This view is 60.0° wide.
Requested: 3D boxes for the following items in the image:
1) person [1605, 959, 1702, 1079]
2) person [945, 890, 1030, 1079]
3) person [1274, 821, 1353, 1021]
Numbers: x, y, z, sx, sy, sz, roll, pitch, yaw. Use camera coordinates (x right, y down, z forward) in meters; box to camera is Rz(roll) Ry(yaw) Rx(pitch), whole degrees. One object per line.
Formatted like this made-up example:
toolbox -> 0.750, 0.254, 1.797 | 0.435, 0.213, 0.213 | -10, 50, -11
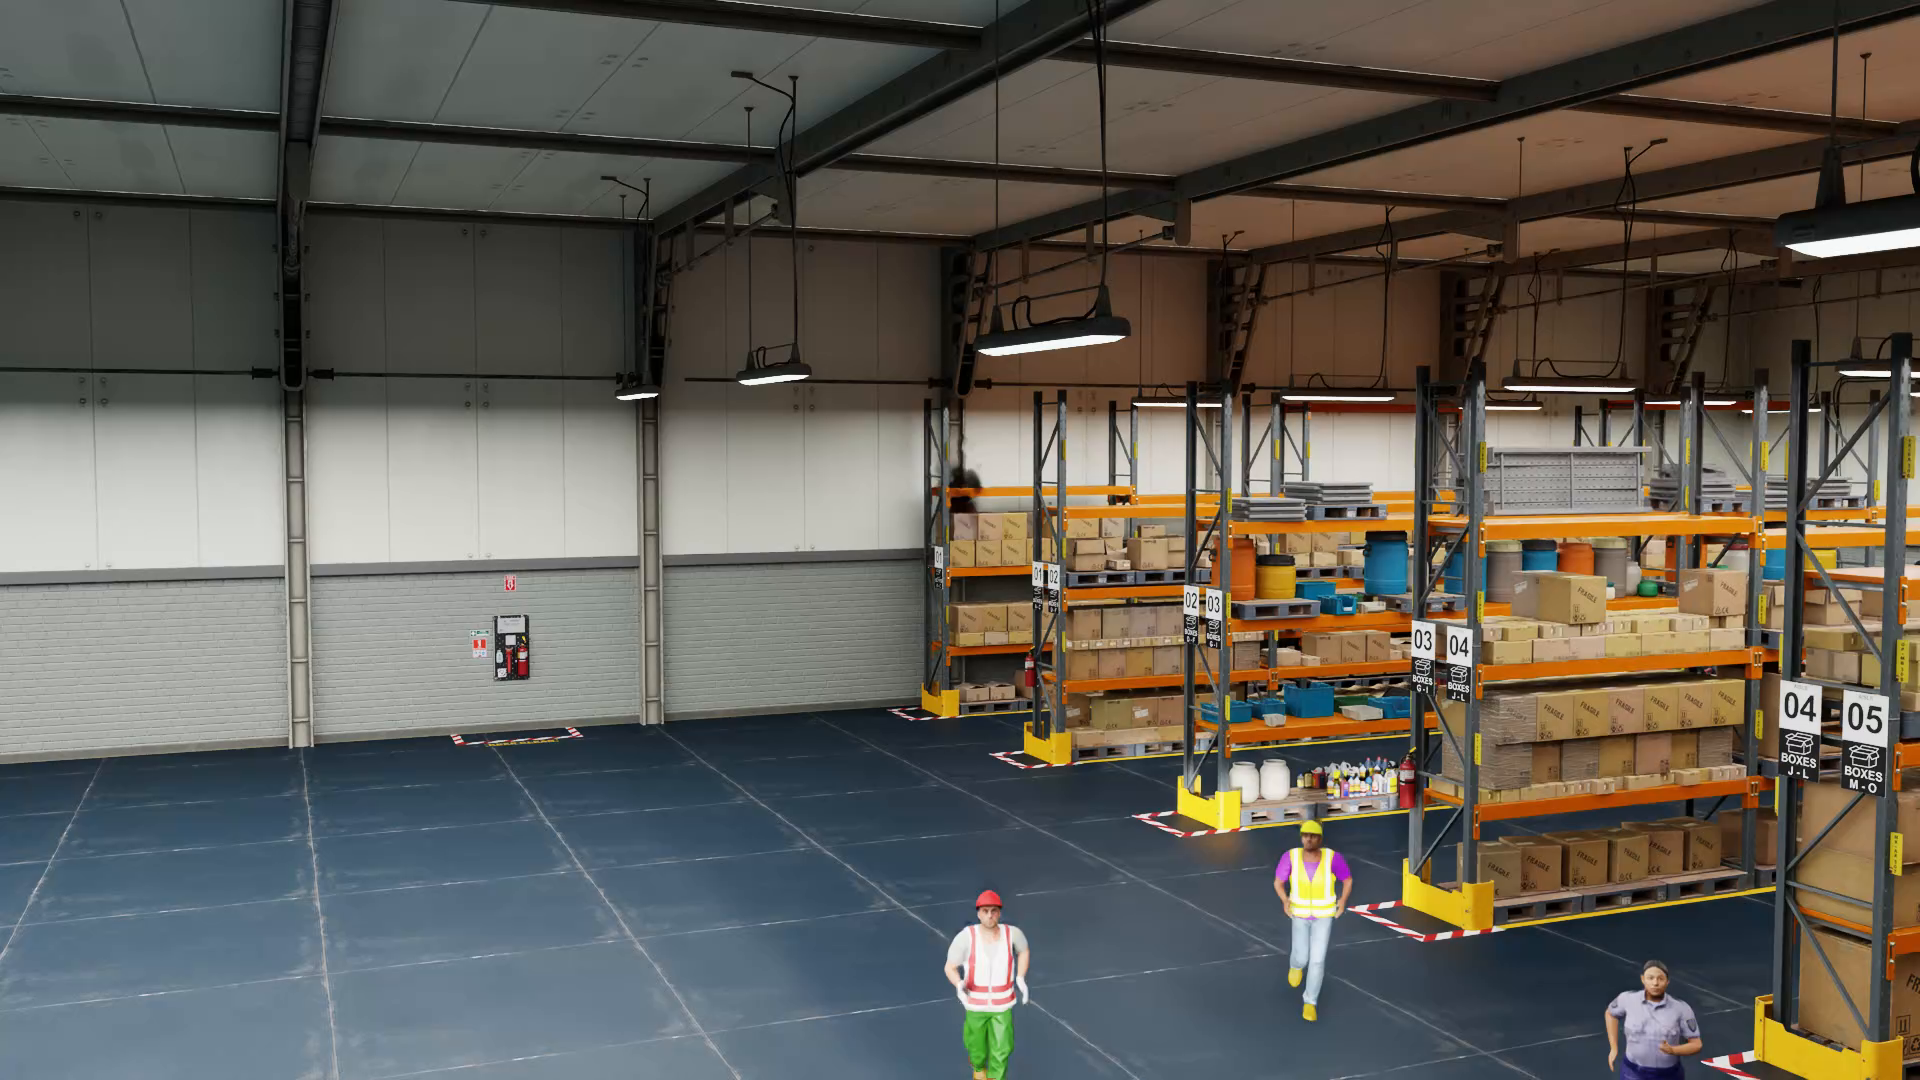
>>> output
person -> 4.682, 3.659, 11.244 | 0.601, 1.651, 0.890 | 1, 4, 19
person -> 0.216, 3.530, 12.606 | 0.657, 1.778, 0.953 | 0, 3, -2
person -> 3.220, 3.411, 15.168 | 0.706, 1.753, 0.782 | 1, 3, 14
